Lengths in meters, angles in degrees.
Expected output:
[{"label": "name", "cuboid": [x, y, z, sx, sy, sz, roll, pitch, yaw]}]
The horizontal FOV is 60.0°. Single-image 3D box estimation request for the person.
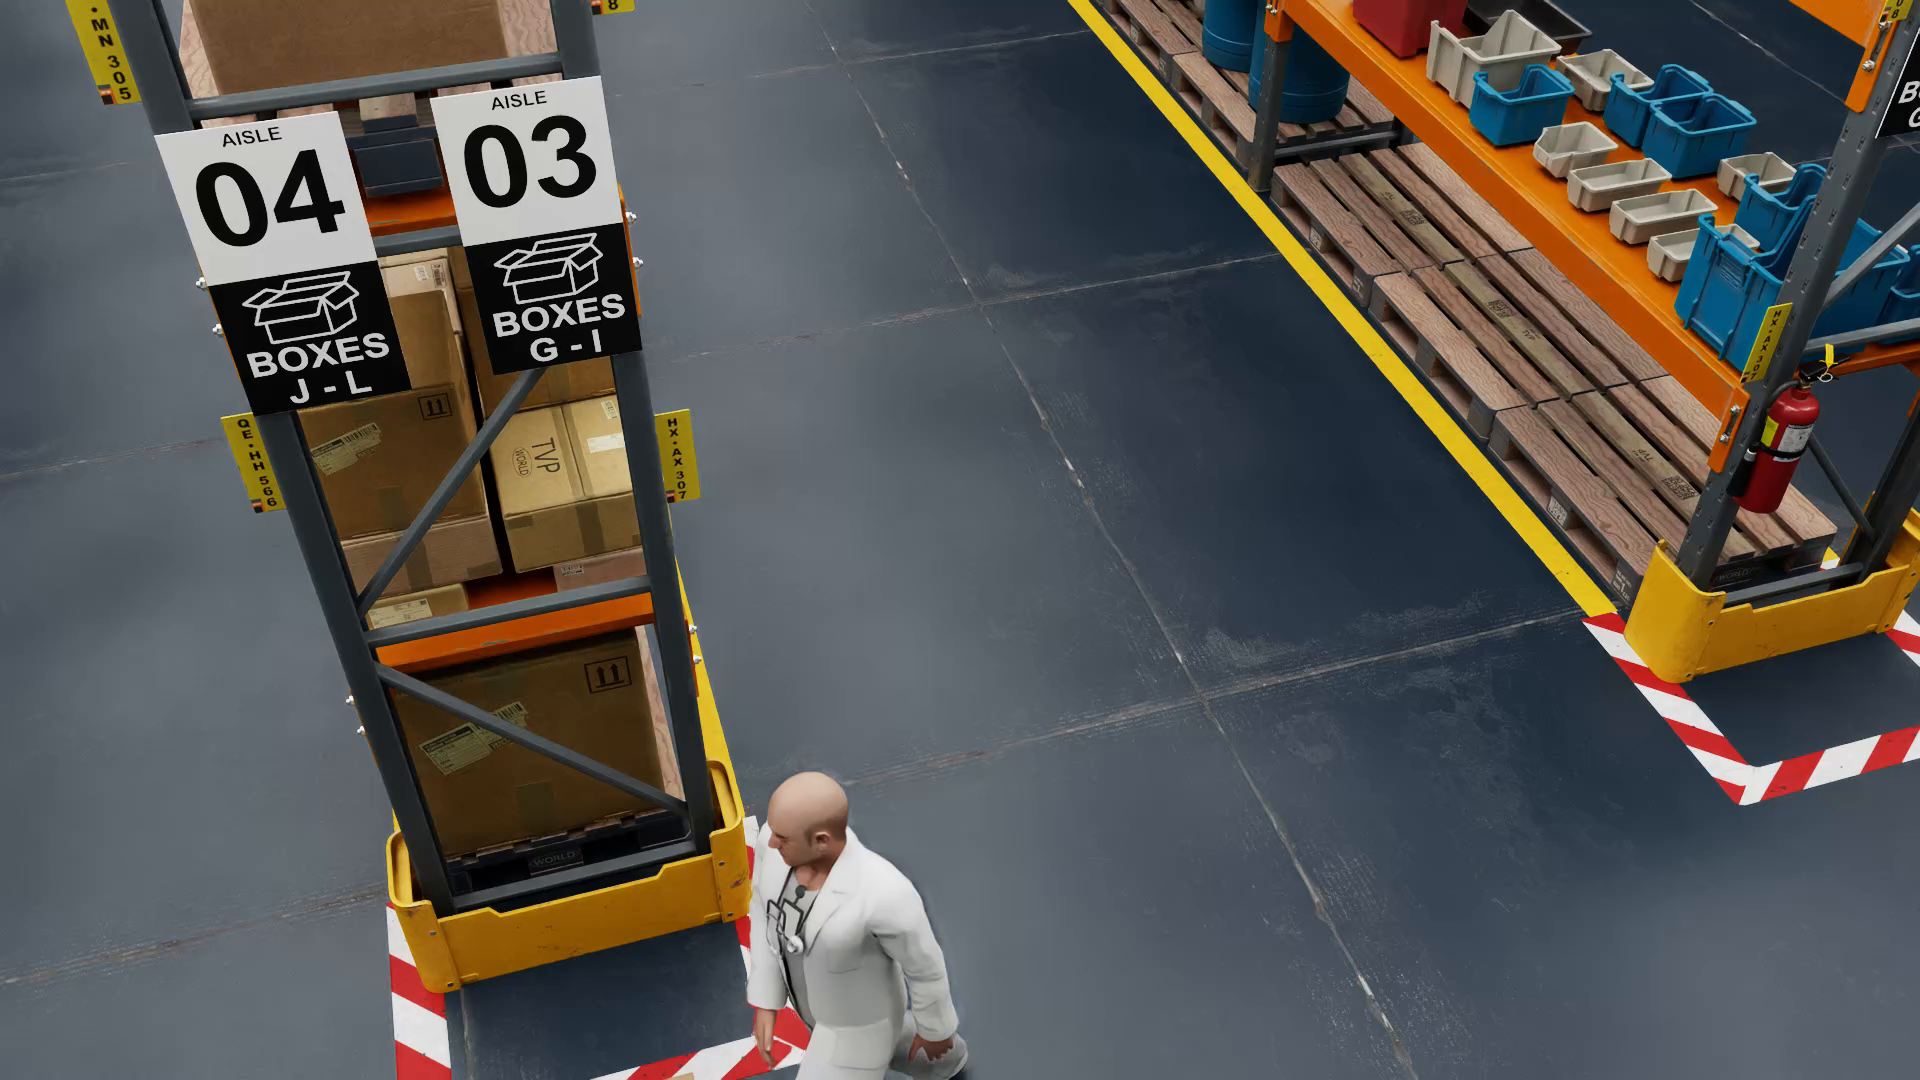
[{"label": "person", "cuboid": [-0.380, 1.325, 4.686, 1.109, 1.711, 0.618, -31, 50, -30]}]
